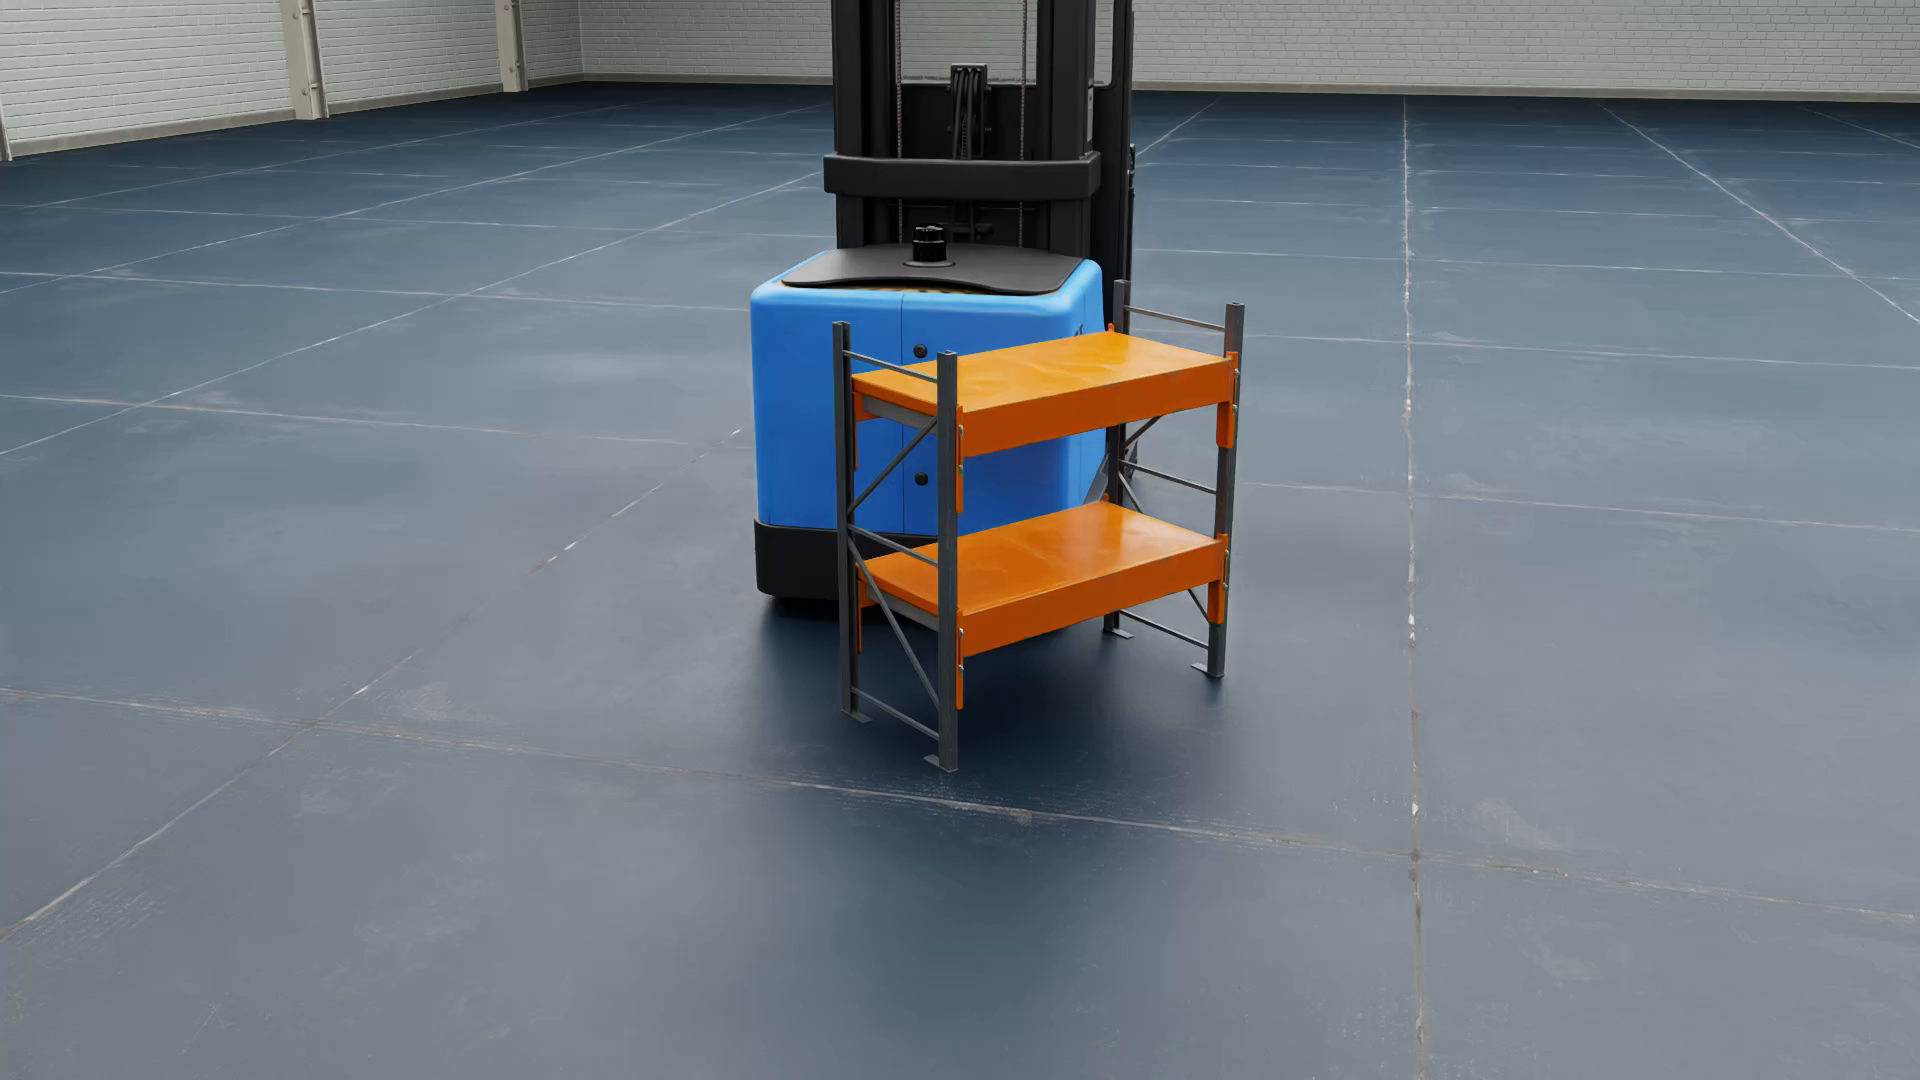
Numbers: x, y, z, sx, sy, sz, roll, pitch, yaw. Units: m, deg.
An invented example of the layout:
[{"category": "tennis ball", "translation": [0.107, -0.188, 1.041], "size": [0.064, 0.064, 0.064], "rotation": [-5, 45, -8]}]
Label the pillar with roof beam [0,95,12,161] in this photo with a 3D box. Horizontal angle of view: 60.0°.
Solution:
[{"category": "pillar with roof beam", "translation": [-6.657, -8.131, 16.072], "size": [9.100, 9.000, 0.400], "rotation": [5, 19, 13]}]

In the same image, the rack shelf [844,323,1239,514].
[{"category": "rack shelf", "translation": [0.228, -0.360, 4.597], "size": [1.000, 0.278, 0.538], "rotation": [-14, 23, -36]}]

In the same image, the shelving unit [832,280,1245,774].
[{"category": "shelving unit", "translation": [0.228, -0.083, 4.691], "size": [1.048, 1.125, 0.538], "rotation": [-14, 23, -36]}]

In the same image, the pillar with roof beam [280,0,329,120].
[{"category": "pillar with roof beam", "translation": [-5.191, -10.012, 21.578], "size": [9.100, 9.000, 0.400], "rotation": [5, 19, 13]}]

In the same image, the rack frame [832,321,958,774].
[{"category": "rack frame", "translation": [-0.172, 0.018, 4.394], "size": [0.032, 1.125, 0.500], "rotation": [-14, 23, -36]}]

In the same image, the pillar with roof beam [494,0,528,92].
[{"category": "pillar with roof beam", "translation": [-3.725, -11.893, 27.084], "size": [9.100, 9.000, 0.400], "rotation": [5, 19, 13]}]

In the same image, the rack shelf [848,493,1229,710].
[{"category": "rack shelf", "translation": [0.228, 0.148, 4.770], "size": [1.000, 0.278, 0.538], "rotation": [-14, 23, -36]}]

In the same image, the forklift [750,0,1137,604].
[{"category": "forklift", "translation": [0.128, -1.586, 6.296], "size": [1.130, 2.935, 3.031], "rotation": [4, 19, 11]}]

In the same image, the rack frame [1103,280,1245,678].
[{"category": "rack frame", "translation": [0.627, -0.185, 4.989], "size": [0.032, 1.125, 0.500], "rotation": [-14, 23, -36]}]
